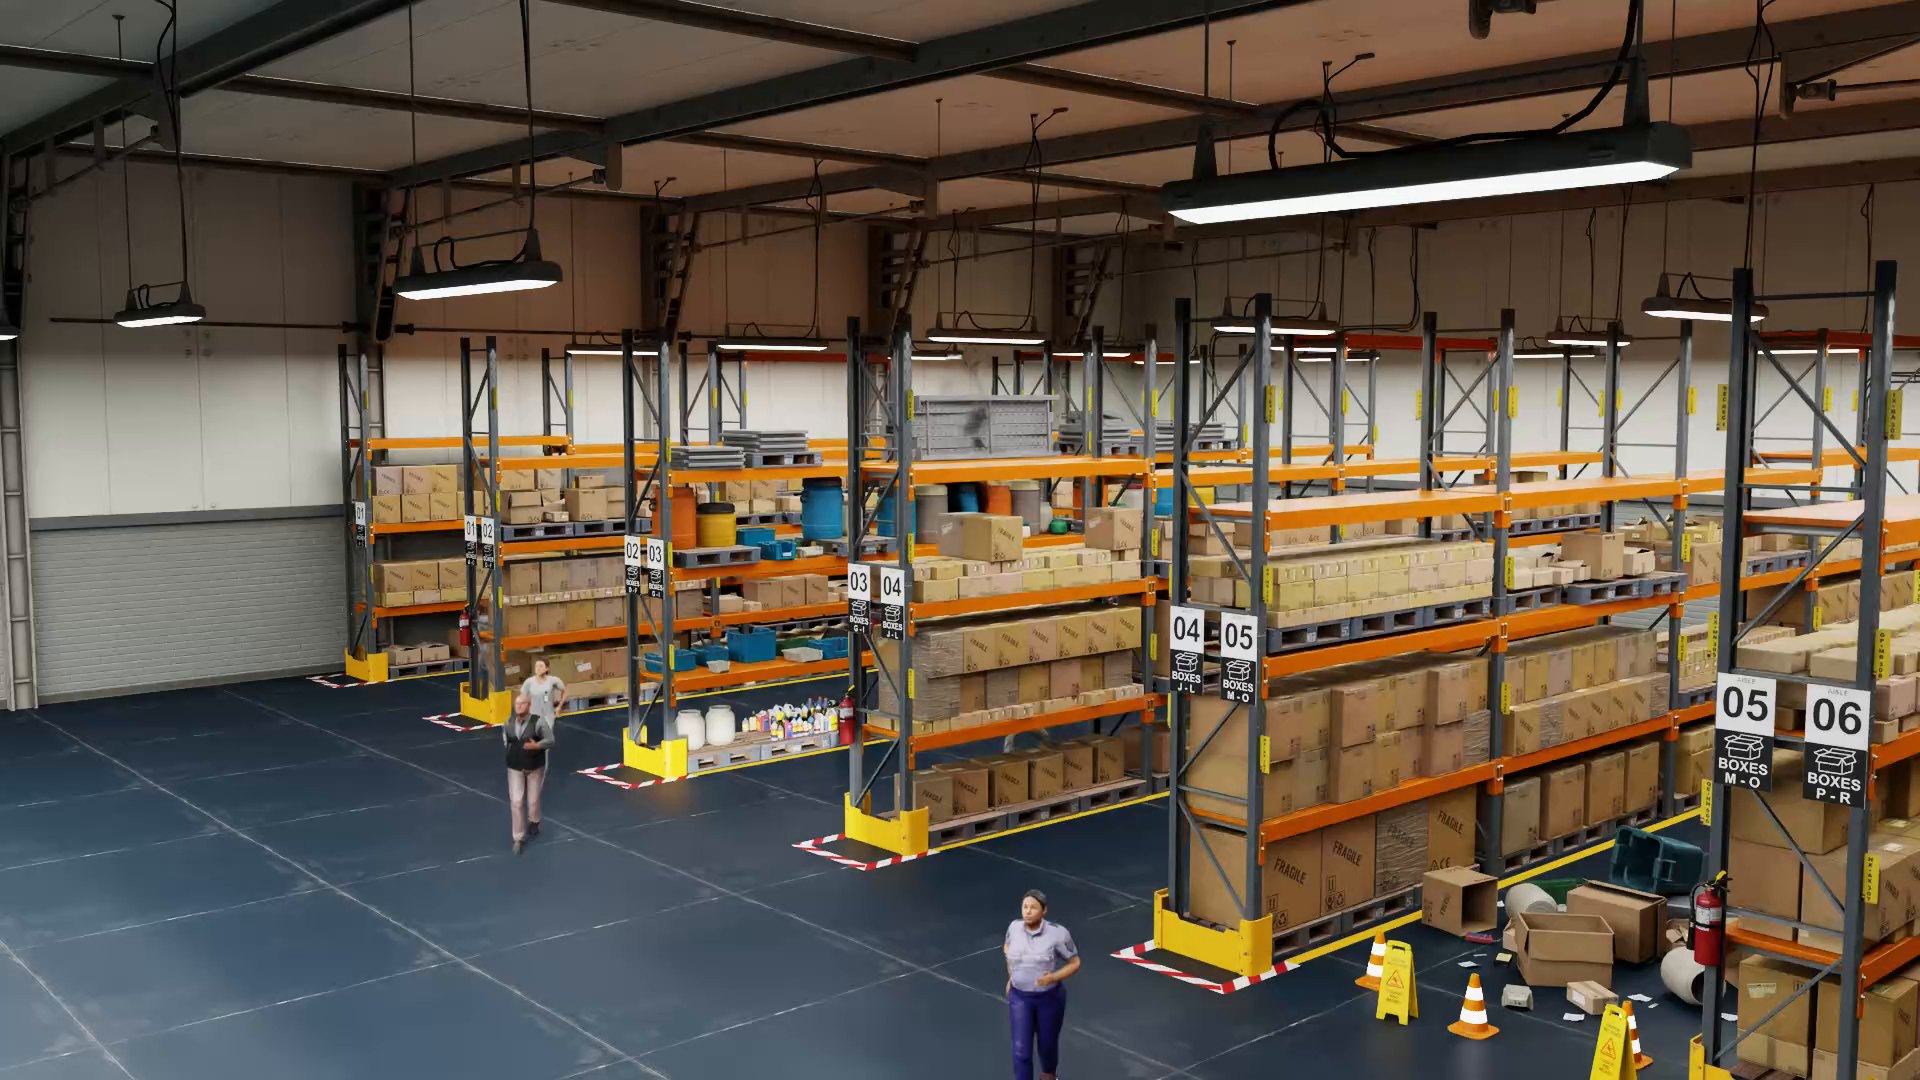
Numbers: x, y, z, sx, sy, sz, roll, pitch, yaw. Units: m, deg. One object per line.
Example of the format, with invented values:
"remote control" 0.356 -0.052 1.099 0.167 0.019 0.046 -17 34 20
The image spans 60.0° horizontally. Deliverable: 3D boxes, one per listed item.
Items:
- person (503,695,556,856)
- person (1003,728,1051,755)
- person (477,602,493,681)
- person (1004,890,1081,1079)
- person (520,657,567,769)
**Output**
"person" -4.898 2.618 18.875 0.638 1.761 0.871 0 5 -4
"person" 0.877 2.246 23.292 0.615 1.644 0.918 5 7 43
"person" -8.047 1.844 28.012 0.536 1.623 0.823 5 7 44
"person" 0.566 3.296 11.813 0.592 1.669 0.850 1 5 14
"person" -5.478 2.374 21.833 0.584 1.707 0.848 0 5 2
